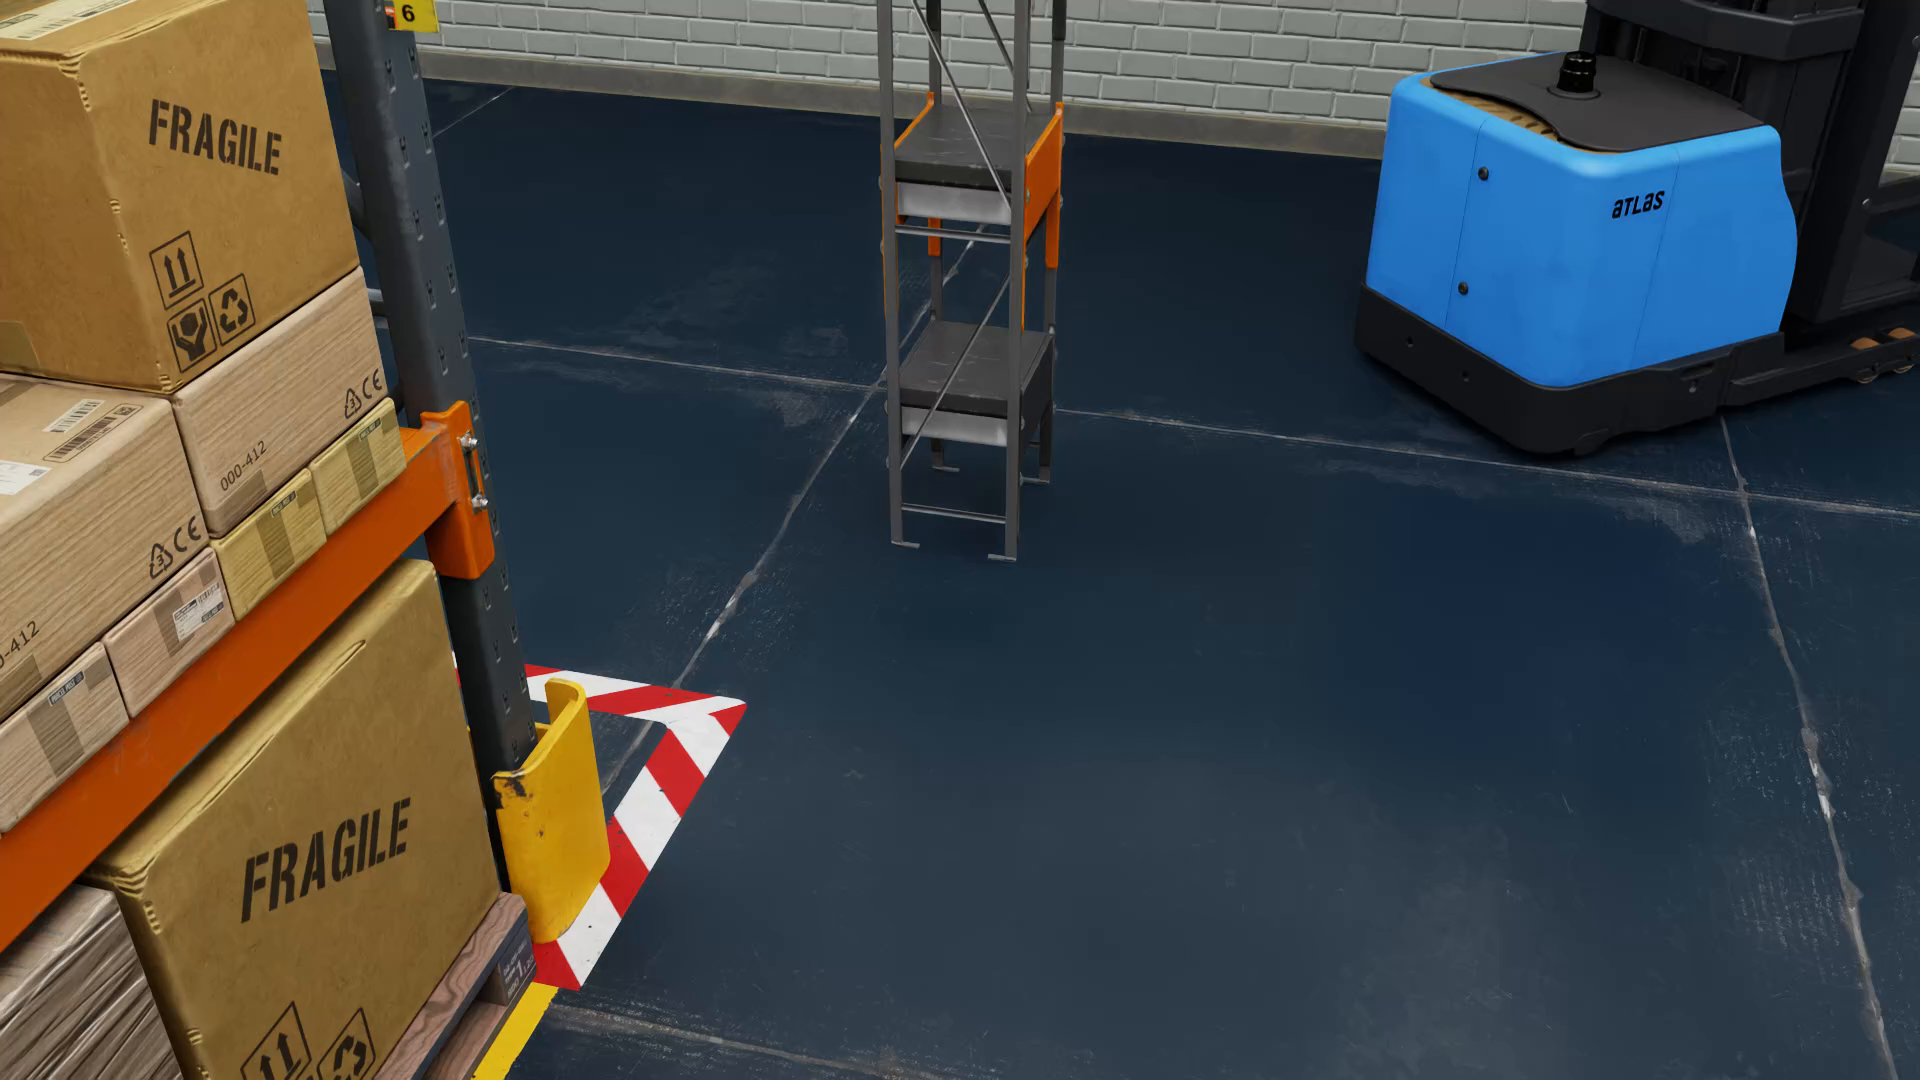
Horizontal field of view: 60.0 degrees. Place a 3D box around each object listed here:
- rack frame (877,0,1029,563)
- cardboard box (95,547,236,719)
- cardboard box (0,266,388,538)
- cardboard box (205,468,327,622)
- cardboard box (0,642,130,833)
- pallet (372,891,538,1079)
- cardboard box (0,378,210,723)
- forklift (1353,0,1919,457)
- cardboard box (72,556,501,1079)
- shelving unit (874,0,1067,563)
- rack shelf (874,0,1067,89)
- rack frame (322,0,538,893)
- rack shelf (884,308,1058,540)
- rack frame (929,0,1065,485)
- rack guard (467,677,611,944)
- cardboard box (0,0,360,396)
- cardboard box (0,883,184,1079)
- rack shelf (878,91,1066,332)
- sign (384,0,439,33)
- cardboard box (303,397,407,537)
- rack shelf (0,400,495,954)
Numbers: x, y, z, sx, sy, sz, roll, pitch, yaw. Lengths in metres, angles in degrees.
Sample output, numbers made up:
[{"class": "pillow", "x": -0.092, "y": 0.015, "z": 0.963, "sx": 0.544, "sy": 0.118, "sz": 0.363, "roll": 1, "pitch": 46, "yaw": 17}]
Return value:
[{"class": "rack frame", "x": -0.020, "y": -0.845, "z": 4.623, "sx": 0.400, "sy": 2.100, "sz": 0.015, "roll": 8, "pitch": 33, "yaw": 12}, {"class": "cardboard box", "x": -1.349, "y": 0.111, "z": 2.514, "sx": 0.380, "sy": 0.149, "sz": 0.250, "roll": 8, "pitch": 33, "yaw": 12}, {"class": "cardboard box", "x": -1.314, "y": -0.266, "z": 2.734, "sx": 0.500, "sy": 0.250, "sz": 0.500, "roll": 7, "pitch": 33, "yaw": 12}, {"class": "cardboard box", "x": -1.284, "y": -0.020, "z": 2.720, "sx": 0.380, "sy": 0.149, "sz": 0.250, "roll": 8, "pitch": 33, "yaw": 13}, {"class": "cardboard box", "x": -1.413, "y": 0.240, "z": 2.311, "sx": 0.380, "sy": 0.149, "sz": 0.250, "roll": 9, "pitch": 33, "yaw": 13}, {"class": "pallet", "x": -1.575, "y": 1.112, "z": 3.305, "sx": 1.003, "sy": 0.211, "sz": 1.213, "roll": 8, "pitch": 33, "yaw": 12}, {"class": "cardboard box", "x": -1.443, "y": -0.002, "z": 2.320, "sx": 0.500, "sy": 0.250, "sz": 0.500, "roll": 7, "pitch": 33, "yaw": 12}, {"class": "forklift", "x": 3.045, "y": -2.055, "z": 5.751, "sx": 3.031, "sy": 2.935, "sz": 1.130, "roll": -15, "pitch": 35, "yaw": -22}, {"class": "cardboard box", "x": -1.532, "y": 0.572, "z": 3.144, "sx": 0.875, "sy": 0.875, "sz": 0.875, "roll": 8, "pitch": 33, "yaw": 12}, {"class": "shelving unit", "x": 0.042, "y": -0.972, "z": 4.822, "sx": 0.431, "sy": 2.100, "sz": 0.503, "roll": 8, "pitch": 33, "yaw": 12}, {"class": "rack shelf", "x": 0.042, "y": -1.551, "z": 4.454, "sx": 0.431, "sy": 0.518, "sz": 0.480, "roll": 8, "pitch": 33, "yaw": 12}, {"class": "rack frame", "x": -1.447, "y": -0.491, "z": 3.226, "sx": 1.000, "sy": 3.000, "sz": 0.127, "roll": 8, "pitch": 33, "yaw": 12}, {"class": "rack shelf", "x": 0.042, "y": -0.370, "z": 5.205, "sx": 0.431, "sy": 0.518, "sz": 0.480, "roll": 8, "pitch": 33, "yaw": 12}, {"class": "rack frame", "x": 0.104, "y": -1.099, "z": 5.021, "sx": 0.400, "sy": 2.100, "sz": 0.015, "roll": 8, "pitch": 33, "yaw": 12}, {"class": "rack guard", "x": -1.441, "y": 0.552, "z": 3.916, "sx": 1.175, "sy": 0.500, "sz": 0.348, "roll": 8, "pitch": 33, "yaw": 12}, {"class": "cardboard box", "x": -1.317, "y": -0.581, "z": 2.531, "sx": 0.500, "sy": 0.500, "sz": 0.500, "roll": 8, "pitch": 33, "yaw": 13}, {"class": "cardboard box", "x": -1.763, "y": 1.044, "z": 2.401, "sx": 0.875, "sy": 0.875, "sz": 0.875, "roll": 8, "pitch": 33, "yaw": 12}, {"class": "rack shelf", "x": 0.042, "y": -0.960, "z": 4.829, "sx": 0.431, "sy": 0.518, "sz": 0.480, "roll": 8, "pitch": 33, "yaw": 12}, {"class": "sign", "x": -0.926, "y": -0.998, "z": 2.724, "sx": 0.100, "sy": 0.325, "sz": 0.005, "roll": 8, "pitch": 33, "yaw": 12}, {"class": "cardboard box", "x": -1.219, "y": -0.155, "z": 2.932, "sx": 0.380, "sy": 0.149, "sz": 0.250, "roll": 9, "pitch": 33, "yaw": 13}, {"class": "rack shelf", "x": -1.955, "y": 0.851, "z": 1.787, "sx": 1.077, "sy": 0.370, "sz": 4.000, "roll": 8, "pitch": 33, "yaw": 12}]
